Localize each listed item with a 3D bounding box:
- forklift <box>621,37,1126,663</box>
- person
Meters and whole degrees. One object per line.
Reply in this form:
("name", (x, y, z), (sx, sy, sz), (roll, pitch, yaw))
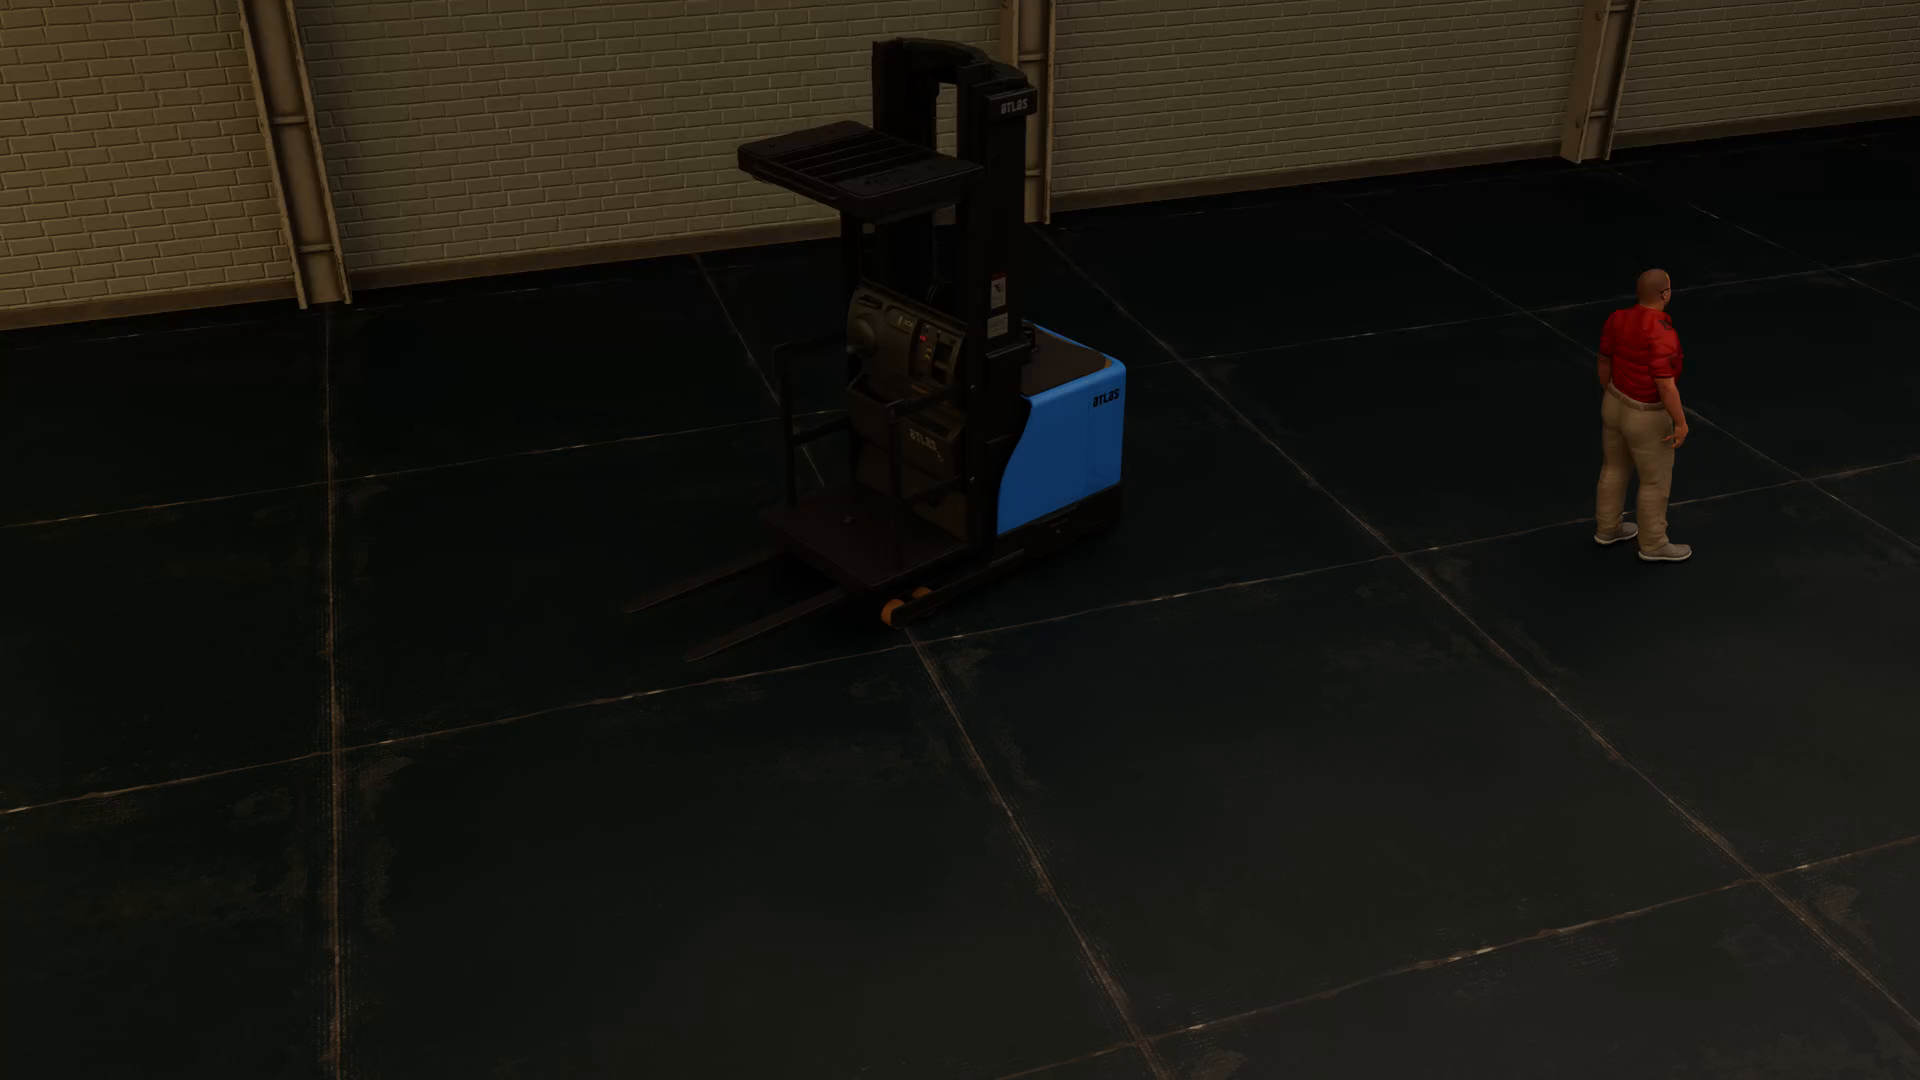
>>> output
("forklift", (-0.461, -1.072, 8.951), (3.031, 2.935, 1.130), (-23, 37, -34))
("person", (3.972, -0.737, 9.558), (0.551, 1.727, 0.641), (-11, 32, -19))
